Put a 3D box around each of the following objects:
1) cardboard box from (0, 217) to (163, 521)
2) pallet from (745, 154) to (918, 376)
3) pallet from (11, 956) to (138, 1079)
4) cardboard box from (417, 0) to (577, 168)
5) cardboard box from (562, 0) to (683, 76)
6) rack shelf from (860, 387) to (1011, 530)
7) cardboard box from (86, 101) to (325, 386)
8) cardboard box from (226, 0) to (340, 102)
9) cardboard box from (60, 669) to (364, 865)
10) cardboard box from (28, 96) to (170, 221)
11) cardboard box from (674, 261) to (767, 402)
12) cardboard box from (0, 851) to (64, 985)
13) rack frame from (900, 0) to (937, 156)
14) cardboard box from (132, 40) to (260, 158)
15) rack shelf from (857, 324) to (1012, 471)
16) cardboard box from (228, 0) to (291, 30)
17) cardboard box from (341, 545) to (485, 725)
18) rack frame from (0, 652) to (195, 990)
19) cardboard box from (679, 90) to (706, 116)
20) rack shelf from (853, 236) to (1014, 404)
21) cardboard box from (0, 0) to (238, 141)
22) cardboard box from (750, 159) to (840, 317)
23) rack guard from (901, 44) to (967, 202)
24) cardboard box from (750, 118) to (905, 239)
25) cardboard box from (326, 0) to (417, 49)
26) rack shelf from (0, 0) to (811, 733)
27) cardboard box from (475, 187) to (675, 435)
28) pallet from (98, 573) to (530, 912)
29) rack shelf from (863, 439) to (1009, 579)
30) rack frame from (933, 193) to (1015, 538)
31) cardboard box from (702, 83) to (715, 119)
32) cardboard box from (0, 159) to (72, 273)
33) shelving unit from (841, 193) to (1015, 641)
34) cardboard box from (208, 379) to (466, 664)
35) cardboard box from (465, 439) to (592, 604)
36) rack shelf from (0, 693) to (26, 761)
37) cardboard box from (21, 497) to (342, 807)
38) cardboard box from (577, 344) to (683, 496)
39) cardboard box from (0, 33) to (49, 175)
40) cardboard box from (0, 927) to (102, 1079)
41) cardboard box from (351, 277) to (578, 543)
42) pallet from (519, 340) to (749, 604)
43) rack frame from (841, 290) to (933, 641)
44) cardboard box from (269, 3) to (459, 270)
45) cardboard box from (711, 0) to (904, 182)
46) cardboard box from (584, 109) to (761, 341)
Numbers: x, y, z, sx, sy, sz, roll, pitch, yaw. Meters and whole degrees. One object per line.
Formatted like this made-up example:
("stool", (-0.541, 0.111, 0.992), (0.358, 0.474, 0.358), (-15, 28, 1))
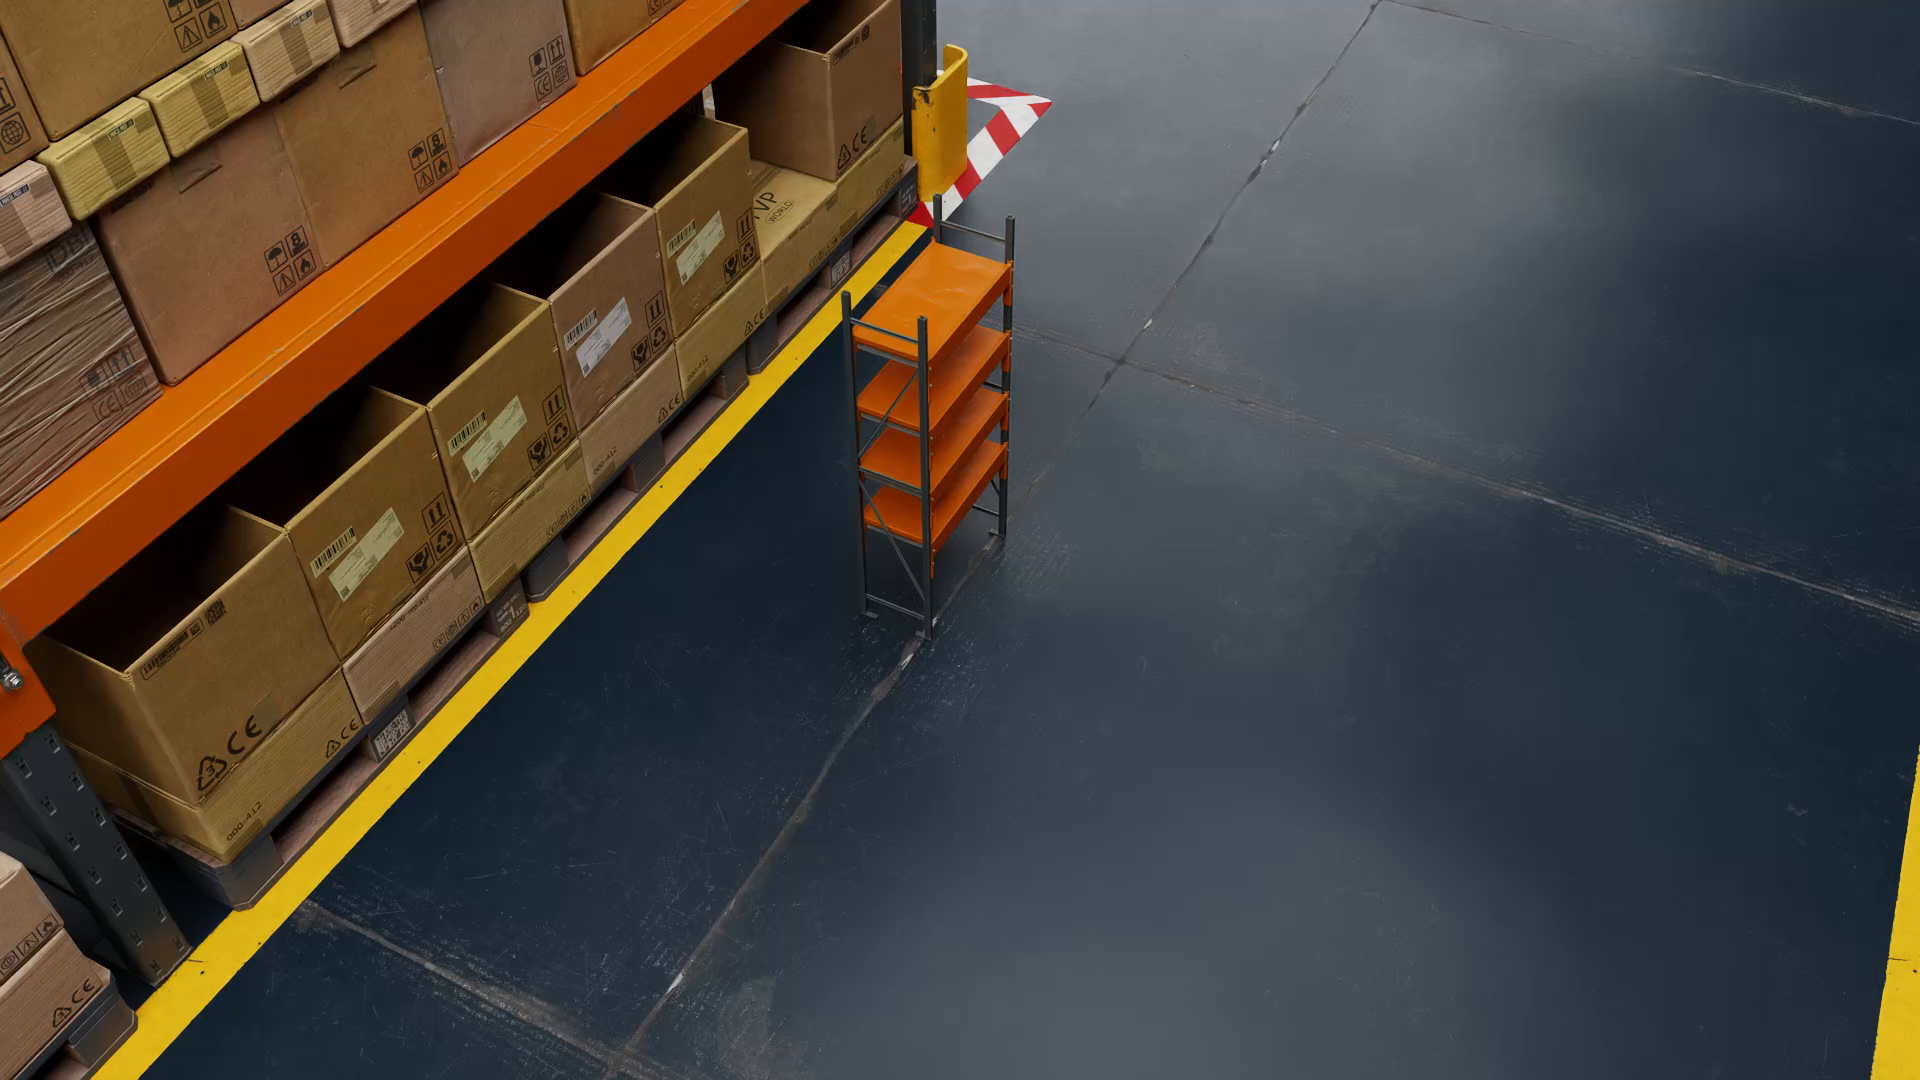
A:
("cardboard box", (-2.214, -0.455, 3.521), (0.700, 0.500, 0.500), (19, 48, 18))
("pallet", (-0.875, -1.183, 6.270), (1.003, 0.211, 1.213), (20, 49, 19))
("pallet", (-2.722, 1.319, 3.798), (1.003, 0.211, 1.213), (20, 49, 19))
("cardboard box", (-1.502, -1.427, 4.481), (0.700, 0.500, 0.500), (22, 49, 20))
("cardboard box", (-1.261, -1.760, 4.810), (0.700, 0.500, 0.500), (21, 49, 19))
("rack shelf", (-0.077, -0.270, 4.768), (0.258, 0.148, 0.480), (20, 49, 19))
("cardboard box", (-1.975, -0.790, 3.851), (0.700, 0.500, 0.500), (20, 49, 19))
("cardboard box", (-1.645, -1.151, 3.752), (0.380, 0.149, 0.250), (19, 48, 18))
("cardboard box", (-1.930, 0.488, 4.296), (0.500, 0.250, 0.500), (20, 49, 19))
("cardboard box", (-1.883, -0.828, 3.433), (0.380, 0.149, 0.250), (19, 48, 18))
("cardboard box", (-0.997, -0.769, 5.539), (0.500, 0.250, 0.500), (20, 49, 19))
("cardboard box", (-2.348, 0.833, 3.561), (0.500, 0.311, 0.500), (20, 49, 19))
("rack frame", (-0.557, -2.658, 5.768), (1.000, 3.000, 0.127), (20, 49, 19))
("cardboard box", (-1.763, -0.994, 3.597), (0.380, 0.149, 0.250), (20, 49, 19))
("rack shelf", (-0.077, -0.427, 4.609), (0.258, 0.148, 0.480), (20, 49, 19))
("cardboard box", (-1.747, -1.545, 3.686), (0.700, 0.500, 0.500), (20, 49, 19))
("cardboard box", (-1.694, 0.175, 4.606), (0.500, 0.250, 0.500), (20, 49, 19))
("rack frame", (-2.414, -0.138, 3.278), (1.000, 3.000, 0.127), (20, 49, 19))
("cardboard box", (-1.234, -1.523, 5.757), (0.500, 0.500, 0.500), (20, 49, 19))
("rack shelf", (-0.077, -0.594, 4.441), (0.258, 0.148, 0.480), (20, 49, 19))
("cardboard box", (-1.980, -1.230, 3.374), (0.700, 0.500, 0.500), (20, 49, 19))
("cardboard box", (-0.766, -1.085, 5.851), (0.500, 0.250, 0.500), (20, 49, 19))
("rack guard", (-0.546, -1.795, 6.672), (1.175, 0.500, 0.348), (20, 49, 19))
("cardboard box", (-0.545, -1.404, 6.167), (0.500, 0.250, 0.500), (20, 49, 19))
("cardboard box", (-1.523, -1.320, 3.919), (0.380, 0.149, 0.250), (19, 48, 18))
("rack shelf", (-1.486, -1.145, 4.779), (1.077, 0.370, 4.000), (20, 49, 19))
("cardboard box", (-1.227, -0.718, 4.961), (0.500, 0.500, 0.500), (20, 49, 19))
("pallet", (-2.008, 0.355, 4.751), (1.003, 0.211, 1.213), (20, 49, 19))
("rack shelf", (-0.077, -0.131, 4.909), (0.258, 0.148, 0.480), (20, 49, 19))
("rack frame", (0.036, -0.471, 4.872), (0.240, 1.200, 0.015), (20, 49, 19))
("cardboard box", (-1.003, -1.575, 6.336), (0.500, 0.250, 0.500), (20, 49, 19))
("cardboard box", (-2.002, -0.665, 3.272), (0.380, 0.149, 0.250), (21, 49, 20))
("shelving unit", (-0.077, -0.317, 4.720), (0.258, 1.200, 0.503), (20, 49, 19))
("cardboard box", (-1.696, -0.089, 4.340), (0.500, 0.500, 0.500), (20, 49, 19))
("cardboard box", (-1.457, -0.138, 4.915), (0.500, 0.250, 0.500), (20, 49, 19))
("rack shelf", (-3.343, 1.374, 2.288), (1.077, 0.370, 4.000), (20, 49, 19))
("cardboard box", (-1.922, 0.228, 4.026), (0.500, 0.500, 0.500), (20, 49, 19))
("cardboard box", (-1.230, -0.455, 5.229), (0.500, 0.250, 0.500), (20, 49, 19))
("cardboard box", (-2.214, -0.911, 3.059), (0.700, 0.500, 0.500), (21, 49, 19))
("cardboard box", (-2.350, 1.037, 3.754), (0.500, 0.250, 0.500), (20, 49, 19))
("cardboard box", (-1.457, -0.402, 4.649), (0.500, 0.500, 0.500), (20, 49, 19))
("pallet", (-1.443, -0.417, 5.513), (1.003, 0.211, 1.213), (20, 49, 19))
("rack frame", (-0.190, -0.164, 4.568), (0.240, 1.200, 0.015), (20, 49, 19))
("cardboard box", (-1.738, -1.104, 4.162), (0.700, 0.500, 0.500), (21, 49, 20))
("cardboard box", (-0.543, -1.667, 5.899), (0.500, 0.500, 0.500), (20, 49, 19))
("cardboard box", (-0.994, -1.032, 5.272), (0.500, 0.500, 0.500), (20, 49, 19))
